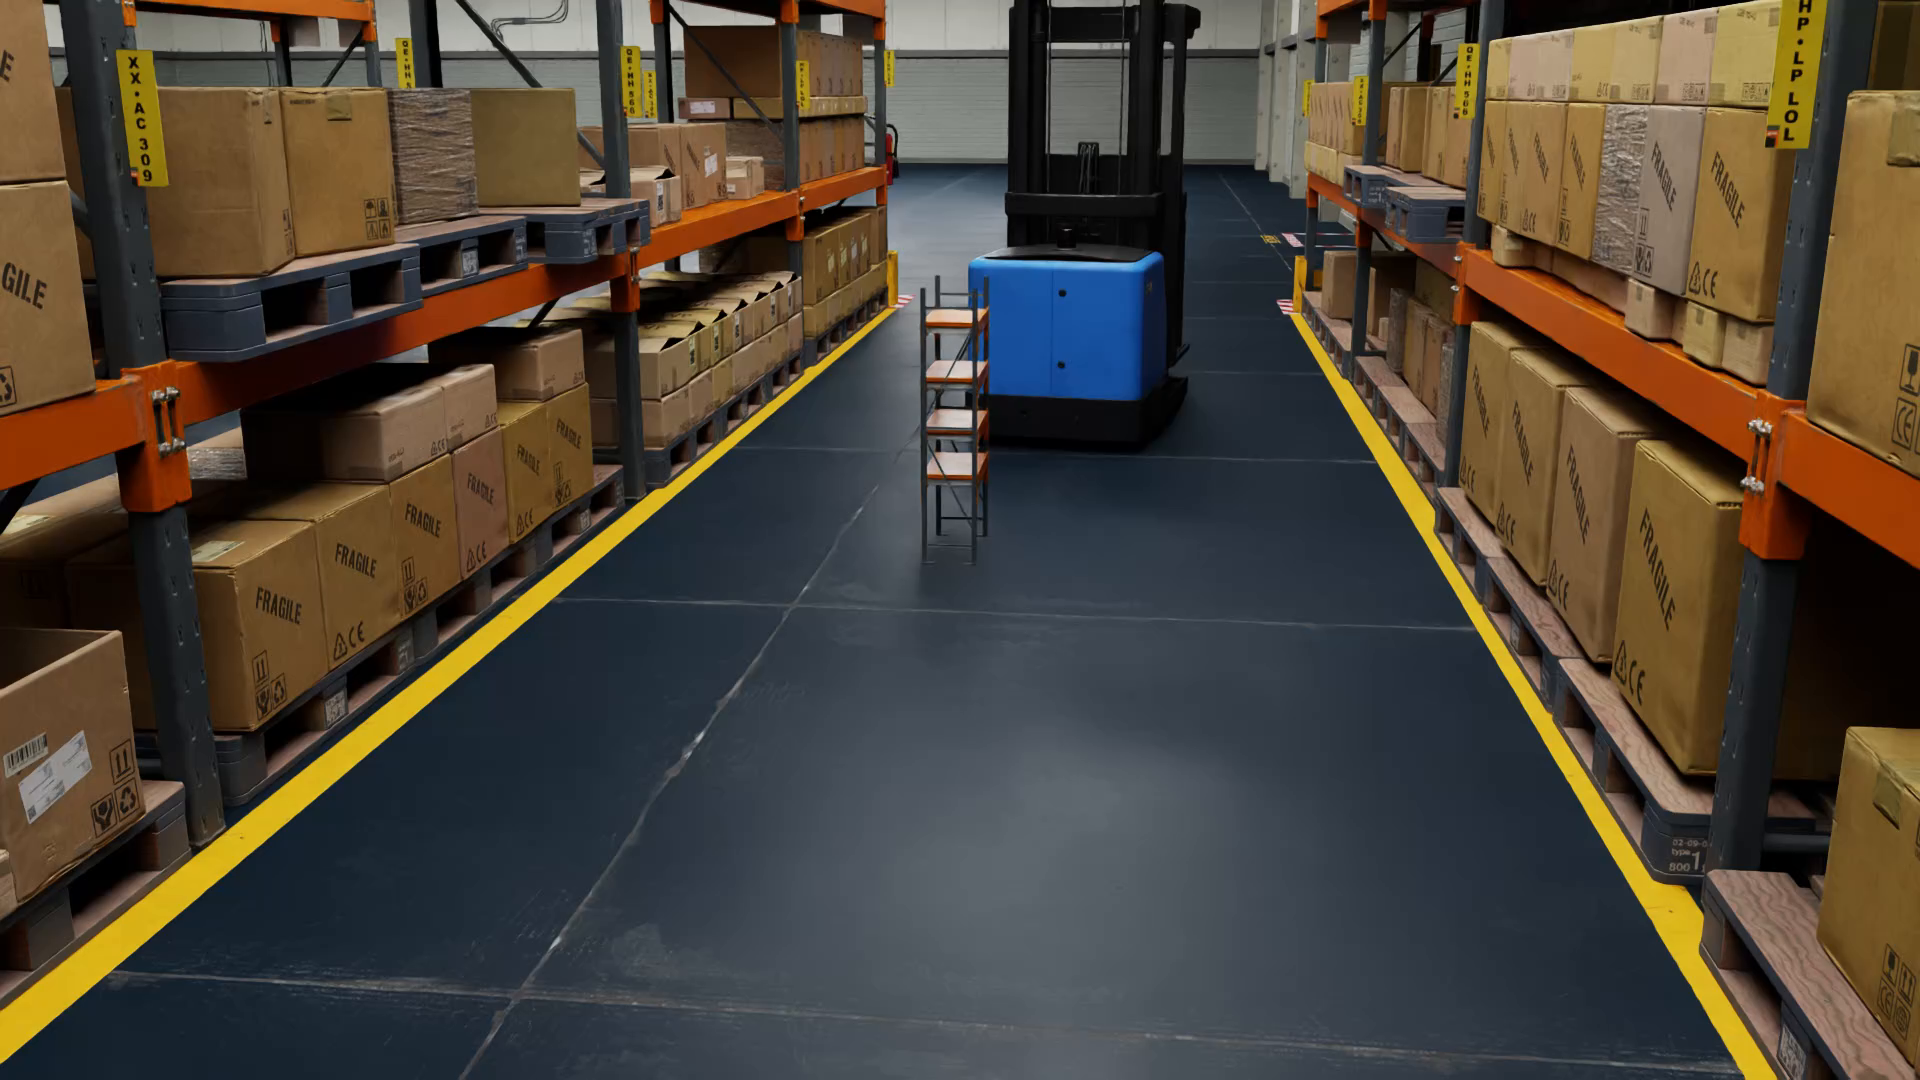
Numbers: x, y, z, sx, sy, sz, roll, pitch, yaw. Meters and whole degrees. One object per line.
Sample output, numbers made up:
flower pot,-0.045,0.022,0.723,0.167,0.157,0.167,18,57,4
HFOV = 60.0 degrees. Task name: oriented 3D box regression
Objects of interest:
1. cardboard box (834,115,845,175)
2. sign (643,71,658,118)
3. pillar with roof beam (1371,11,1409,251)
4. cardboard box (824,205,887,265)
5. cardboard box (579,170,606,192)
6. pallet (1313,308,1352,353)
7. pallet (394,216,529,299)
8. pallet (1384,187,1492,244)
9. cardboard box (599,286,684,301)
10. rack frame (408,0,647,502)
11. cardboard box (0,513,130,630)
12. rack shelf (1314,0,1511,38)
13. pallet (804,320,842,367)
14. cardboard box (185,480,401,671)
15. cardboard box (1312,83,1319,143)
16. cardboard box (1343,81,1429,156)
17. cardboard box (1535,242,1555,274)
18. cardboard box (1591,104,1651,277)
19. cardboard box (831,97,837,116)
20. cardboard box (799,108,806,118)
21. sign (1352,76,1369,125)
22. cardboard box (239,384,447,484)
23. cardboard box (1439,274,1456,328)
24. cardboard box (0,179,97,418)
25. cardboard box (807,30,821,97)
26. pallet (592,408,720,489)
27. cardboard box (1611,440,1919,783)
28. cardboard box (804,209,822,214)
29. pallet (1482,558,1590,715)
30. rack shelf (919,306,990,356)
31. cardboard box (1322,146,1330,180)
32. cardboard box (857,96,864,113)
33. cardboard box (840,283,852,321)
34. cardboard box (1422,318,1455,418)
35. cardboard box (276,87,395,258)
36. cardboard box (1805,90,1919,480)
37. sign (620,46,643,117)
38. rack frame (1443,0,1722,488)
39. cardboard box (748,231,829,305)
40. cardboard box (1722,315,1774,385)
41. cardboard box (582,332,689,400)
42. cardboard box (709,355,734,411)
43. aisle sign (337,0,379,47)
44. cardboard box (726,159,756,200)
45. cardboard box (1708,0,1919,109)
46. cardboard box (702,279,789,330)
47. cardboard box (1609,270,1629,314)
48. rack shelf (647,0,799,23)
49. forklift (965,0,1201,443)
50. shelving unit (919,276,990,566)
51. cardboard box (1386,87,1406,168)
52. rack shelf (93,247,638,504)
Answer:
cardboard box,-1.382,-3.408,14.326,0.700,0.500,0.500,2,15,7
sign,-2.204,-3.180,11.865,0.100,0.325,0.005,2,15,6
pillar with roof beam,0.902,-7.972,19.905,9.100,9.000,0.400,2,15,6
cardboard box,-0.966,-2.835,15.425,0.500,0.500,0.500,2,15,6
cardboard box,-2.019,-1.720,8.448,0.500,0.311,0.500,3,15,10
pallet,3.446,-1.709,13.578,1.003,0.211,1.213,2,15,6
pallet,-2.318,-1.073,6.251,1.003,0.211,1.213,2,15,6
pallet,2.794,-1.621,8.276,1.213,0.211,1.003,2,15,6
cardboard box,-2.065,-1.490,10.814,0.500,0.311,0.500,1,15,4
rack frame,-2.103,-1.670,8.092,1.000,3.000,0.127,2,15,6
cardboard box,-2.784,0.225,5.029,0.500,0.500,0.500,2,15,6
rack shelf,3.496,-4.182,13.014,1.077,0.370,4.000,2,15,6
pallet,-1.521,-1.567,13.051,1.003,0.211,1.213,2,15,6
cardboard box,-2.209,0.105,5.475,0.500,0.500,0.500,2,15,7
cardboard box,3.304,-3.657,14.250,0.500,0.500,0.500,2,15,6
cardboard box,3.016,-2.994,11.799,0.500,0.500,0.500,2,15,6
cardboard box,2.495,-1.135,6.555,0.380,0.149,0.250,2,15,6
cardboard box,2.282,-1.079,5.107,0.500,0.500,0.500,2,15,6
cardboard box,-1.227,-3.599,13.793,0.380,0.149,0.250,1,15,5
cardboard box,-1.374,-3.265,12.556,0.380,0.149,0.250,1,15,5
sign,2.730,-2.995,11.332,0.100,0.325,0.005,2,15,6
cardboard box,-2.145,-0.378,5.823,0.500,0.250,0.500,2,15,6
cardboard box,3.028,-1.361,9.457,0.500,0.250,0.500,2,15,6
cardboard box,-2.356,-0.544,3.735,0.500,0.500,0.500,2,15,7
cardboard box,-1.495,-3.758,13.138,0.700,0.500,0.500,2,15,6
pallet,-1.972,-0.536,9.242,1.003,0.211,1.213,2,15,6
cardboard box,2.312,0.175,4.583,0.750,0.750,0.750,2,15,7
cardboard box,-1.537,-2.720,15.002,0.500,0.500,0.500,2,15,6
pallet,2.515,0.339,6.005,1.003,0.211,1.213,2,15,6
rack shelf,-0.019,-0.916,7.244,0.258,0.148,0.480,2,15,6
cardboard box,3.184,-3.022,13.341,0.500,0.250,0.500,2,15,7
cardboard box,-1.083,-3.934,15.029,0.380,0.149,0.250,2,15,8
cardboard box,-1.175,-1.953,13.603,0.500,0.250,0.500,2,15,6
cardboard box,3.050,-0.979,9.482,0.700,0.500,0.500,2,15,6
cardboard box,-2.264,-1.180,5.284,0.700,0.500,0.500,4,16,15
cardboard box,2.290,-0.492,3.162,0.980,0.700,0.700,2,15,7
sign,-1.563,-2.177,7.901,0.100,0.325,0.005,2,15,6
rack frame,2.819,-1.525,7.556,1.000,3.000,0.127,2,15,6
cardboard box,-1.289,-2.056,12.546,0.500,0.500,0.500,2,15,6
cardboard box,2.125,-0.472,4.105,0.380,0.149,0.250,2,15,7
cardboard box,-1.752,-0.943,8.793,0.500,0.311,0.500,2,15,8
cardboard box,-1.644,-0.938,9.848,0.500,0.250,0.500,1,15,5
aisle sign,-5.819,-5.157,16.006,0.394,0.787,0.004,2,15,6
cardboard box,-1.569,-2.409,11.083,0.396,0.266,0.258,1,15,5
cardboard box,2.166,-1.180,4.043,0.500,0.250,0.500,2,15,8
cardboard box,-1.465,-1.605,11.240,0.500,0.311,0.500,2,15,8
cardboard box,2.311,-0.800,5.319,0.380,0.149,0.250,1,15,5
rack shelf,-1.878,-3.290,9.713,1.077,0.370,4.000,2,15,6
forklift,0.901,-2.310,10.591,1.130,2.935,3.031,4,16,14
shelving unit,-0.019,-0.536,7.347,0.258,1.200,0.503,2,15,6
cardboard box,3.179,-2.692,10.838,0.700,0.500,0.500,2,15,6
rack shelf,-2.329,-0.804,6.268,1.077,0.370,4.000,2,15,6
